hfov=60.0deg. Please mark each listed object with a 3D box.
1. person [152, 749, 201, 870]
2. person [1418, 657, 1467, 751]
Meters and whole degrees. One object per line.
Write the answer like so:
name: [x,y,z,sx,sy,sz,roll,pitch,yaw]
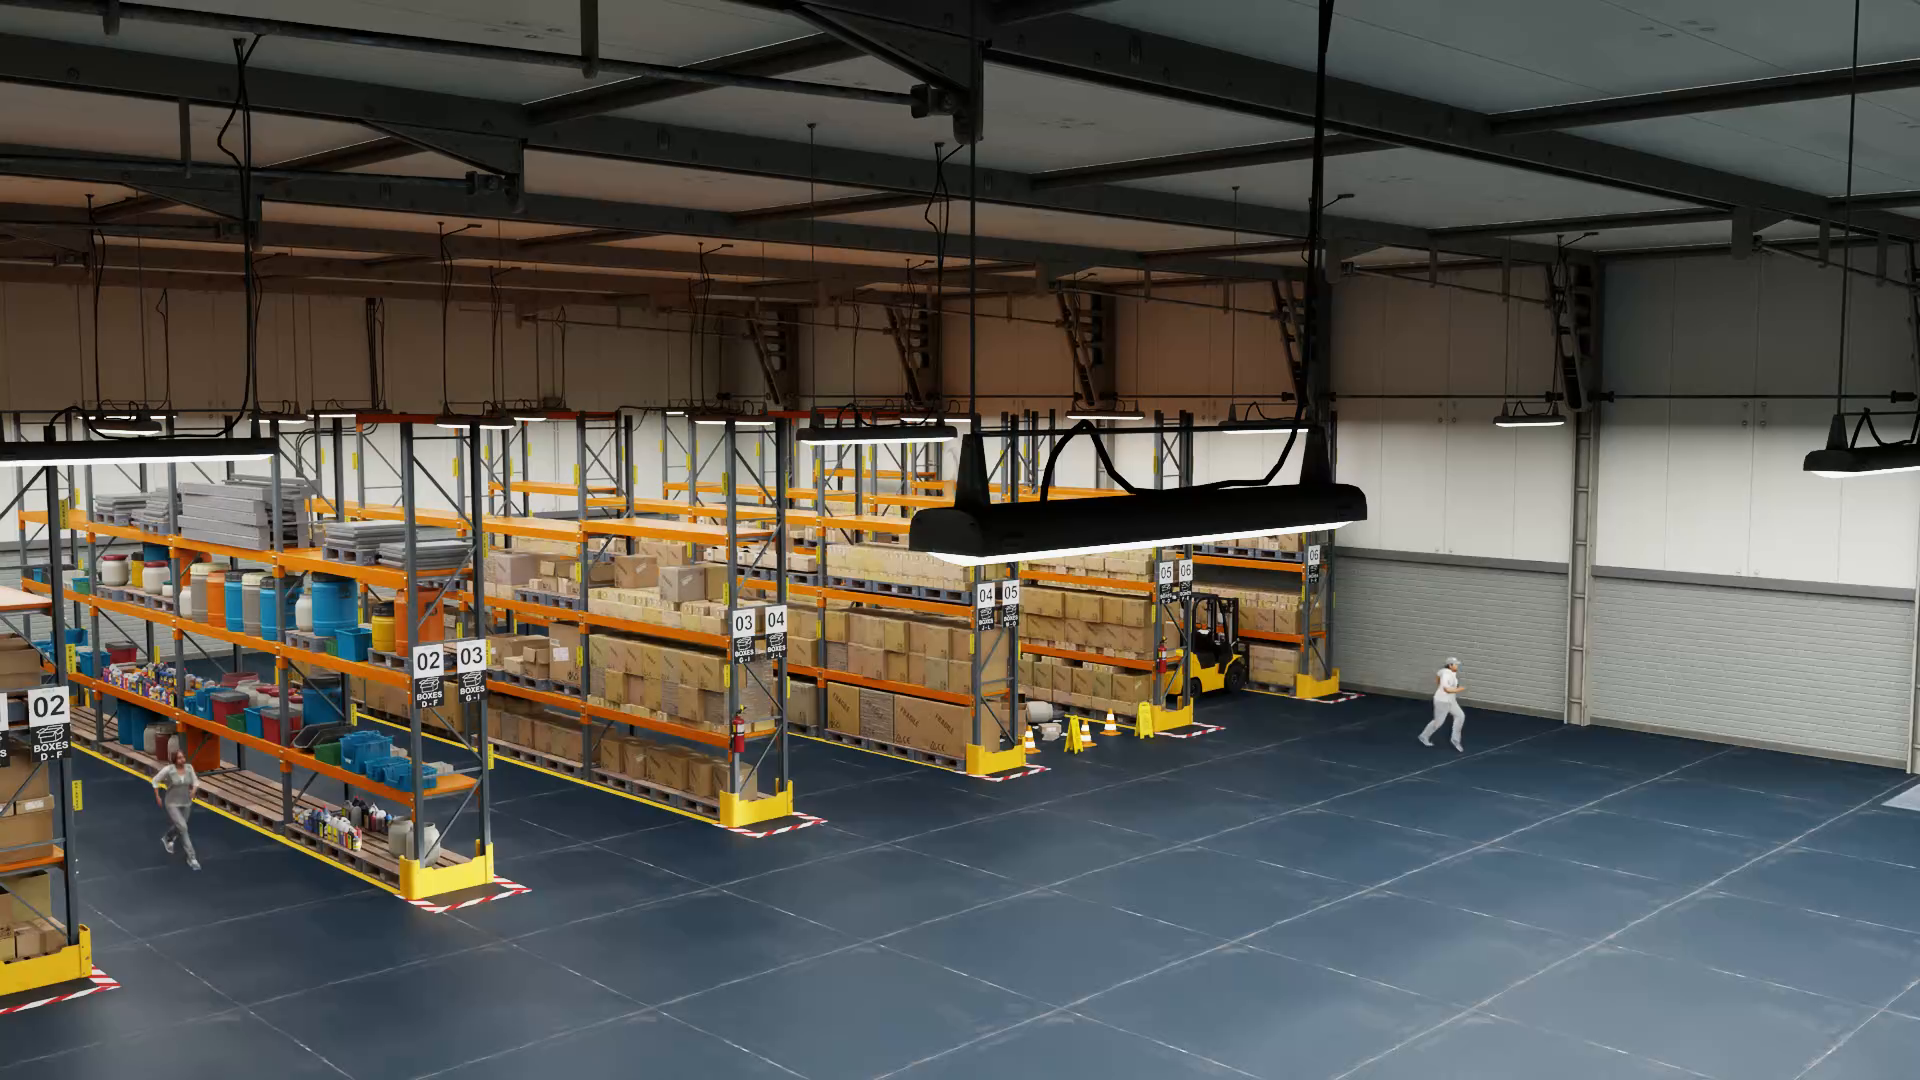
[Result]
person: [-10.551,3.590,22.427,0.928,1.597,0.557,4,6,40]
person: [8.645,2.933,29.777,0.832,1.707,0.626,2,5,26]
